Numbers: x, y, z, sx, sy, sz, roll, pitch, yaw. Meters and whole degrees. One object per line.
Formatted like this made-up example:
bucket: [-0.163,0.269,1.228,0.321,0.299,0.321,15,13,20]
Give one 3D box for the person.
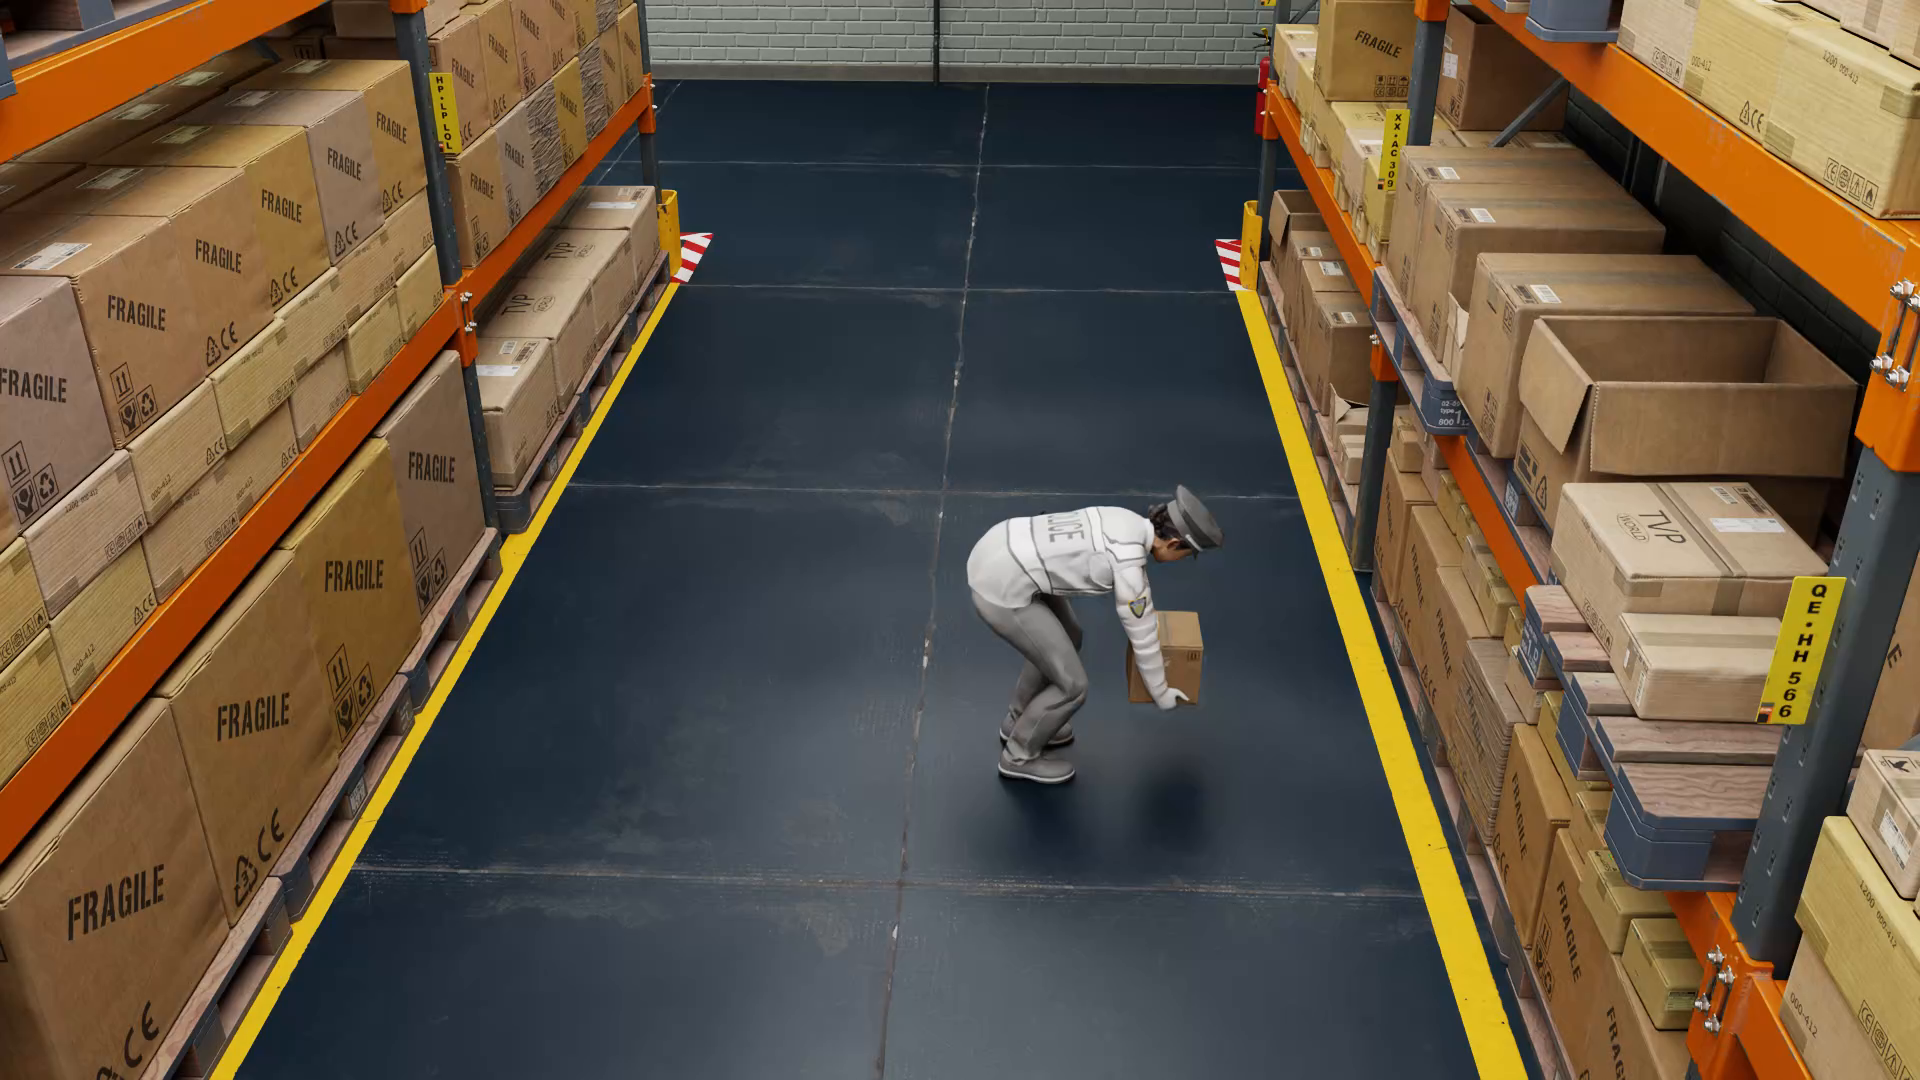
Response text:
person: [-2.830,1.009,3.657,7.482,2.202,5.277,0,28,-1]
